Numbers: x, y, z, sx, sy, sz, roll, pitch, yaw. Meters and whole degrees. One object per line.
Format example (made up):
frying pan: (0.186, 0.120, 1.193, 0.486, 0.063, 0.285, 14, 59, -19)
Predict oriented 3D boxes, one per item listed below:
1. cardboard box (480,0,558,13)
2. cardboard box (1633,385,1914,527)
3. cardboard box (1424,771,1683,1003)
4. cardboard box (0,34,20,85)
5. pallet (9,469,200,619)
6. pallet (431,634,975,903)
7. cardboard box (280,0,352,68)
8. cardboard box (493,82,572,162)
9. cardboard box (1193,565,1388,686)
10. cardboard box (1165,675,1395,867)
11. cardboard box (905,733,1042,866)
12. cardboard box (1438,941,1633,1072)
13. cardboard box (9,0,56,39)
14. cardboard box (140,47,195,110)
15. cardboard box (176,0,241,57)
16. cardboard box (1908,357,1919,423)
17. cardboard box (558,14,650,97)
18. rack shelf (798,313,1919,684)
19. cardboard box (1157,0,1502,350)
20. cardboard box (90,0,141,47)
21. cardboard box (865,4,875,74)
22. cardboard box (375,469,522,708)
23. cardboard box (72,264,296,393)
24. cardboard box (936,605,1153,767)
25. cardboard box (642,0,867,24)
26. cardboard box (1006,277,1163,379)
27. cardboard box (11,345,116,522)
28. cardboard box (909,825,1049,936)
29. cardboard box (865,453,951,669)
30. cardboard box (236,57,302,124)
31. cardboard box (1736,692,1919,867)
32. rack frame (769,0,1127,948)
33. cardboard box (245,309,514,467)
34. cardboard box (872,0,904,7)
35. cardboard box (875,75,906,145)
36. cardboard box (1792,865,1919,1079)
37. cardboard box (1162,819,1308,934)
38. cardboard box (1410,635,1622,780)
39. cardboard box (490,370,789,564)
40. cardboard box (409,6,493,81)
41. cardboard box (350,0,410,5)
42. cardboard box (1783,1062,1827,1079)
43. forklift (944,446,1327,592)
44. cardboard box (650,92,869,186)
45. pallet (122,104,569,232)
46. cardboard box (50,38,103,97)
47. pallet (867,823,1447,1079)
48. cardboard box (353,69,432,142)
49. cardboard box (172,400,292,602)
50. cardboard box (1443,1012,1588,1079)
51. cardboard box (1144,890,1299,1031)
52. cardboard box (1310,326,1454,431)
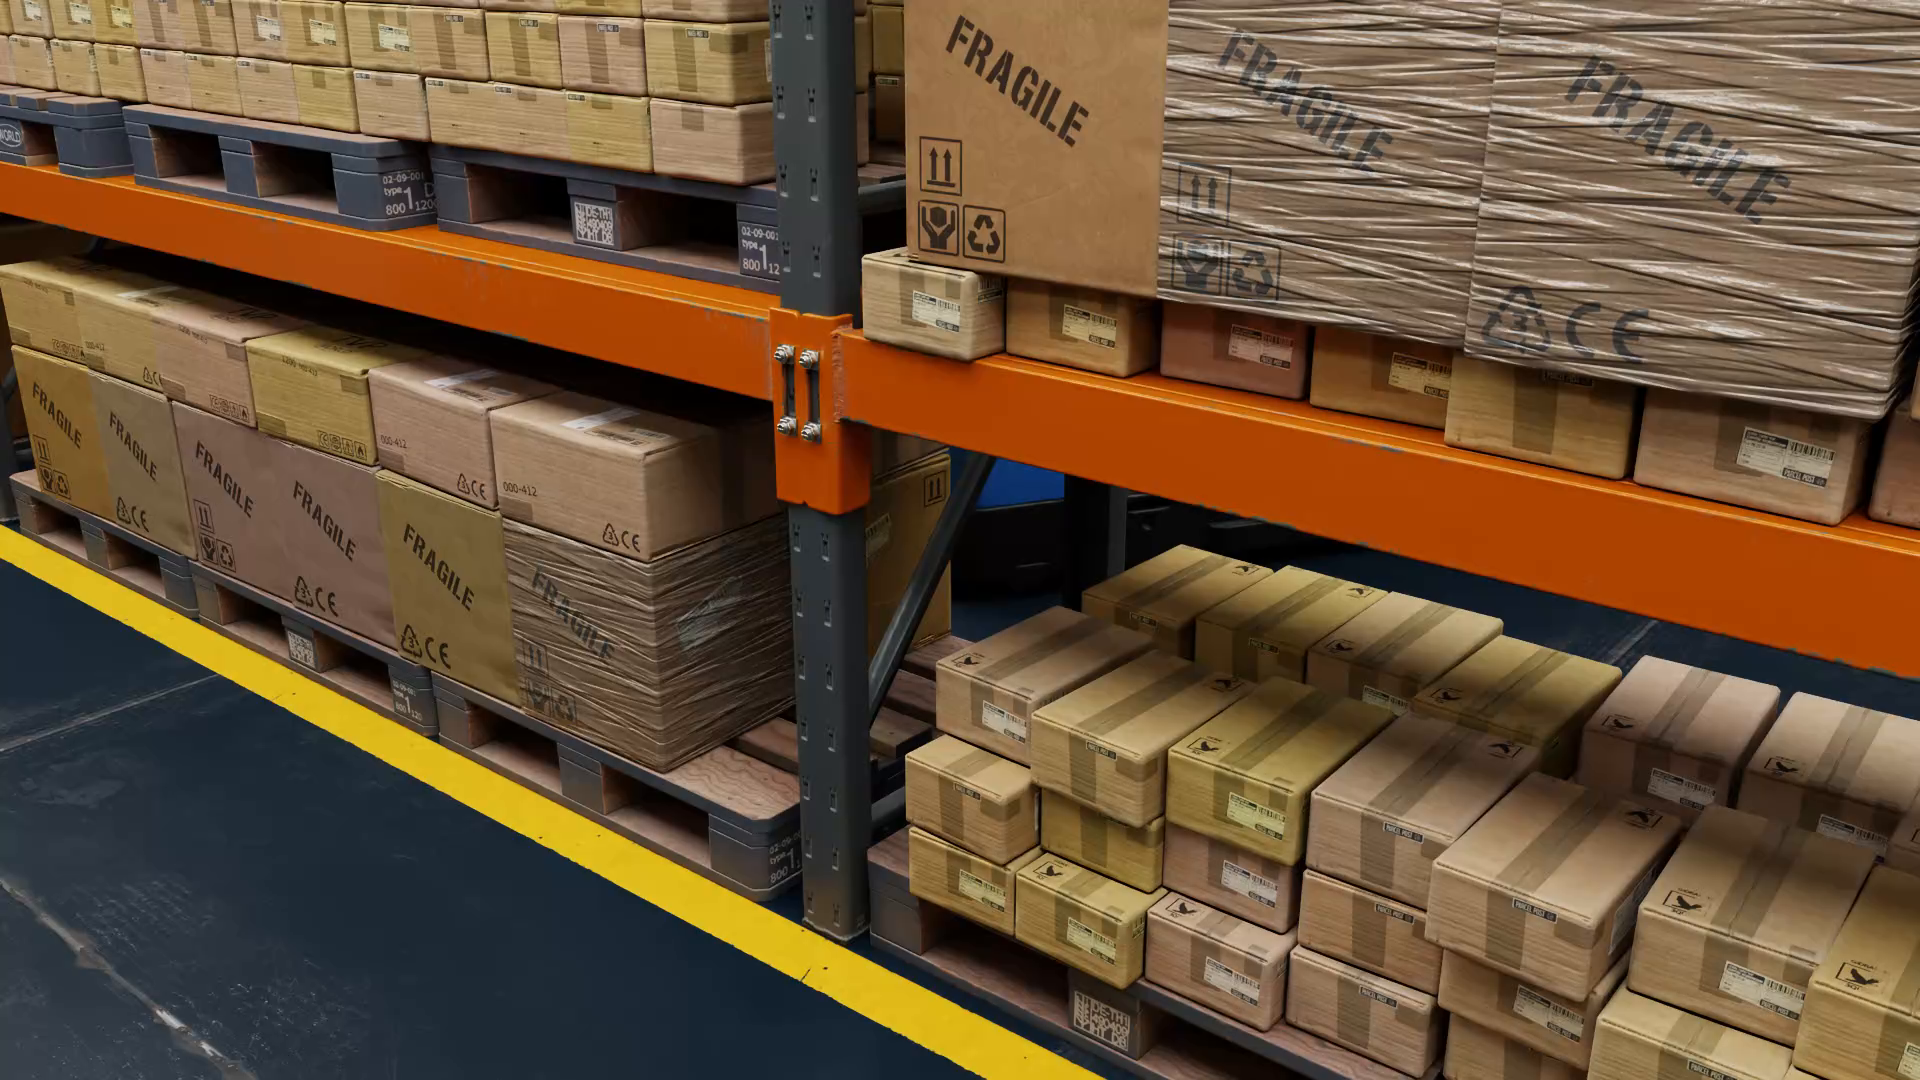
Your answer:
cardboard box: (-0.809, -1.224, 3.580, 0.250, 0.149, 0.380, 15, 25, 35)
cardboard box: (1.096, -0.162, 2.202, 0.250, 0.149, 0.380, 17, 27, 39)
cardboard box: (0.933, 0.532, 2.608, 0.250, 0.149, 0.380, 17, 26, 37)
cardboard box: (-2.847, -1.529, 5.232, 0.250, 0.149, 0.380, 16, 26, 36)
pallet: (-2.462, -0.125, 5.701, 1.213, 0.211, 1.003, 16, 26, 36)
pallet: (-0.572, 0.419, 4.257, 1.213, 0.211, 1.003, 16, 26, 36)
cardboard box: (-1.424, -1.258, 4.093, 0.250, 0.149, 0.380, 16, 26, 37)
cardboard box: (-0.794, -0.940, 3.670, 0.250, 0.149, 0.380, 16, 26, 36)
cardboard box: (0.696, 0.201, 3.486, 0.250, 0.149, 0.380, 16, 26, 37)
cardboard box: (0.571, 0.401, 2.956, 0.250, 0.149, 0.380, 16, 26, 36)
cardboard box: (0.111, 0.454, 3.236, 0.250, 0.149, 0.380, 18, 27, 39)
cardboard box: (0.981, 0.660, 2.692, 0.250, 0.149, 0.380, 18, 27, 39)
cardboard box: (-2.607, -1.600, 5.000, 0.250, 0.149, 0.380, 18, 27, 39)
cardboard box: (-2.012, -1.290, 4.599, 0.250, 0.149, 0.380, 17, 27, 38)
cardboard box: (-1.820, -1.373, 4.398, 0.250, 0.149, 0.380, 16, 26, 36)
cardboard box: (1.446, -0.377, 1.853, 0.500, 0.500, 0.500, 18, 27, 39)
cardboard box: (-0.605, -1.024, 3.471, 0.250, 0.149, 0.380, 16, 26, 37)
rack shelf: (1.582, 0.071, 2.250, 4.000, 0.370, 1.077, 16, 26, 36)
cardboard box: (0.645, -0.610, 2.473, 0.500, 0.500, 0.500, 16, 26, 36)
cardboard box: (-2.203, -1.485, 4.695, 0.250, 0.149, 0.380, 16, 26, 37)
cardboard box: (-0.184, -1.201, 3.942, 0.250, 0.149, 0.380, 15, 26, 35)
cardboard box: (-1.097, 0.050, 4.232, 0.500, 0.500, 0.500, 15, 26, 35)
cardboard box: (-2.292, -0.649, 5.024, 0.500, 0.250, 0.500, 16, 26, 36)
cardboard box: (0.168, 0.280, 3.276, 0.250, 0.149, 0.380, 17, 27, 38)
cardboard box: (-0.402, -1.106, 3.267, 0.250, 0.149, 0.380, 18, 27, 39)
cardboard box: (0.292, -0.405, 2.846, 0.250, 0.149, 0.380, 17, 27, 38)
cardboard box: (-2.680, -0.404, 5.436, 0.500, 0.500, 0.500, 15, 25, 34)
cardboard box: (0.112, 0.594, 3.287, 0.250, 0.149, 0.380, 15, 25, 34)
cardboard box: (-0.372, 0.023, 4.302, 0.500, 0.500, 0.500, 17, 27, 38)
cardboard box: (-1.618, -1.175, 4.294, 0.250, 0.149, 0.380, 15, 25, 35)
cardboard box: (1.530, 0.426, 2.890, 0.250, 0.149, 0.380, 15, 25, 34)
rack frame: (0.033, -0.712, 3.306, 0.127, 3.000, 1.000, 16, 26, 36)
cardboard box: (-1.513, -0.420, 4.414, 0.500, 0.250, 0.500, 15, 25, 34)
cardboard box: (0.018, -1.283, 3.738, 0.250, 0.149, 0.380, 18, 27, 39)
cardboard box: (0.018, -1.005, 3.843, 0.250, 0.149, 0.380, 15, 25, 34)
cardboard box: (1.363, 0.636, 2.333, 0.250, 0.149, 0.380, 16, 26, 37)
cardboard box: (0.575, 0.531, 3.033, 0.250, 0.149, 0.380, 16, 26, 36)
cardboard box: (1.045, 0.334, 3.133, 0.250, 0.149, 0.380, 17, 27, 38)
cardboard box: (-0.704, -0.187, 3.798, 0.500, 0.250, 0.500, 15, 25, 35)
cardboard box: (-1.010, -1.140, 3.778, 0.250, 0.149, 0.380, 15, 25, 35)
cardboard box: (-1.201, -1.338, 3.883, 0.250, 0.149, 0.380, 15, 25, 35)
cardboard box: (1.311, 0.795, 2.332, 0.250, 0.149, 0.380, 16, 26, 37)
forklift: (1.216, -1.517, 5.538, 3.031, 2.935, 1.130, -7, 22, -19)
cardboard box: (-0.400, -0.826, 3.368, 0.250, 0.149, 0.380, 15, 26, 35)
pallet: (-1.507, -1.085, 4.565, 1.213, 0.211, 1.003, 16, 26, 36)
cardboard box: (-2.430, -1.409, 4.913, 0.250, 0.149, 0.380, 18, 27, 39)
pallet: (0.575, 0.733, 3.426, 1.213, 0.211, 1.003, 16, 26, 36)
cardboard box: (-1.207, -1.056, 3.979, 0.250, 0.149, 0.380, 15, 25, 34)
cardboard box: (-1.887, -0.180, 4.841, 0.500, 0.500, 0.500, 15, 26, 35)
cardboard box: (1.002, 0.788, 2.772, 0.250, 0.149, 0.380, 15, 25, 34)
cardboard box: (0.543, 0.695, 3.020, 0.250, 0.149, 0.380, 16, 26, 36)
cardboard box: (0.739, -0.297, 2.562, 0.250, 0.149, 0.380, 15, 25, 34)
